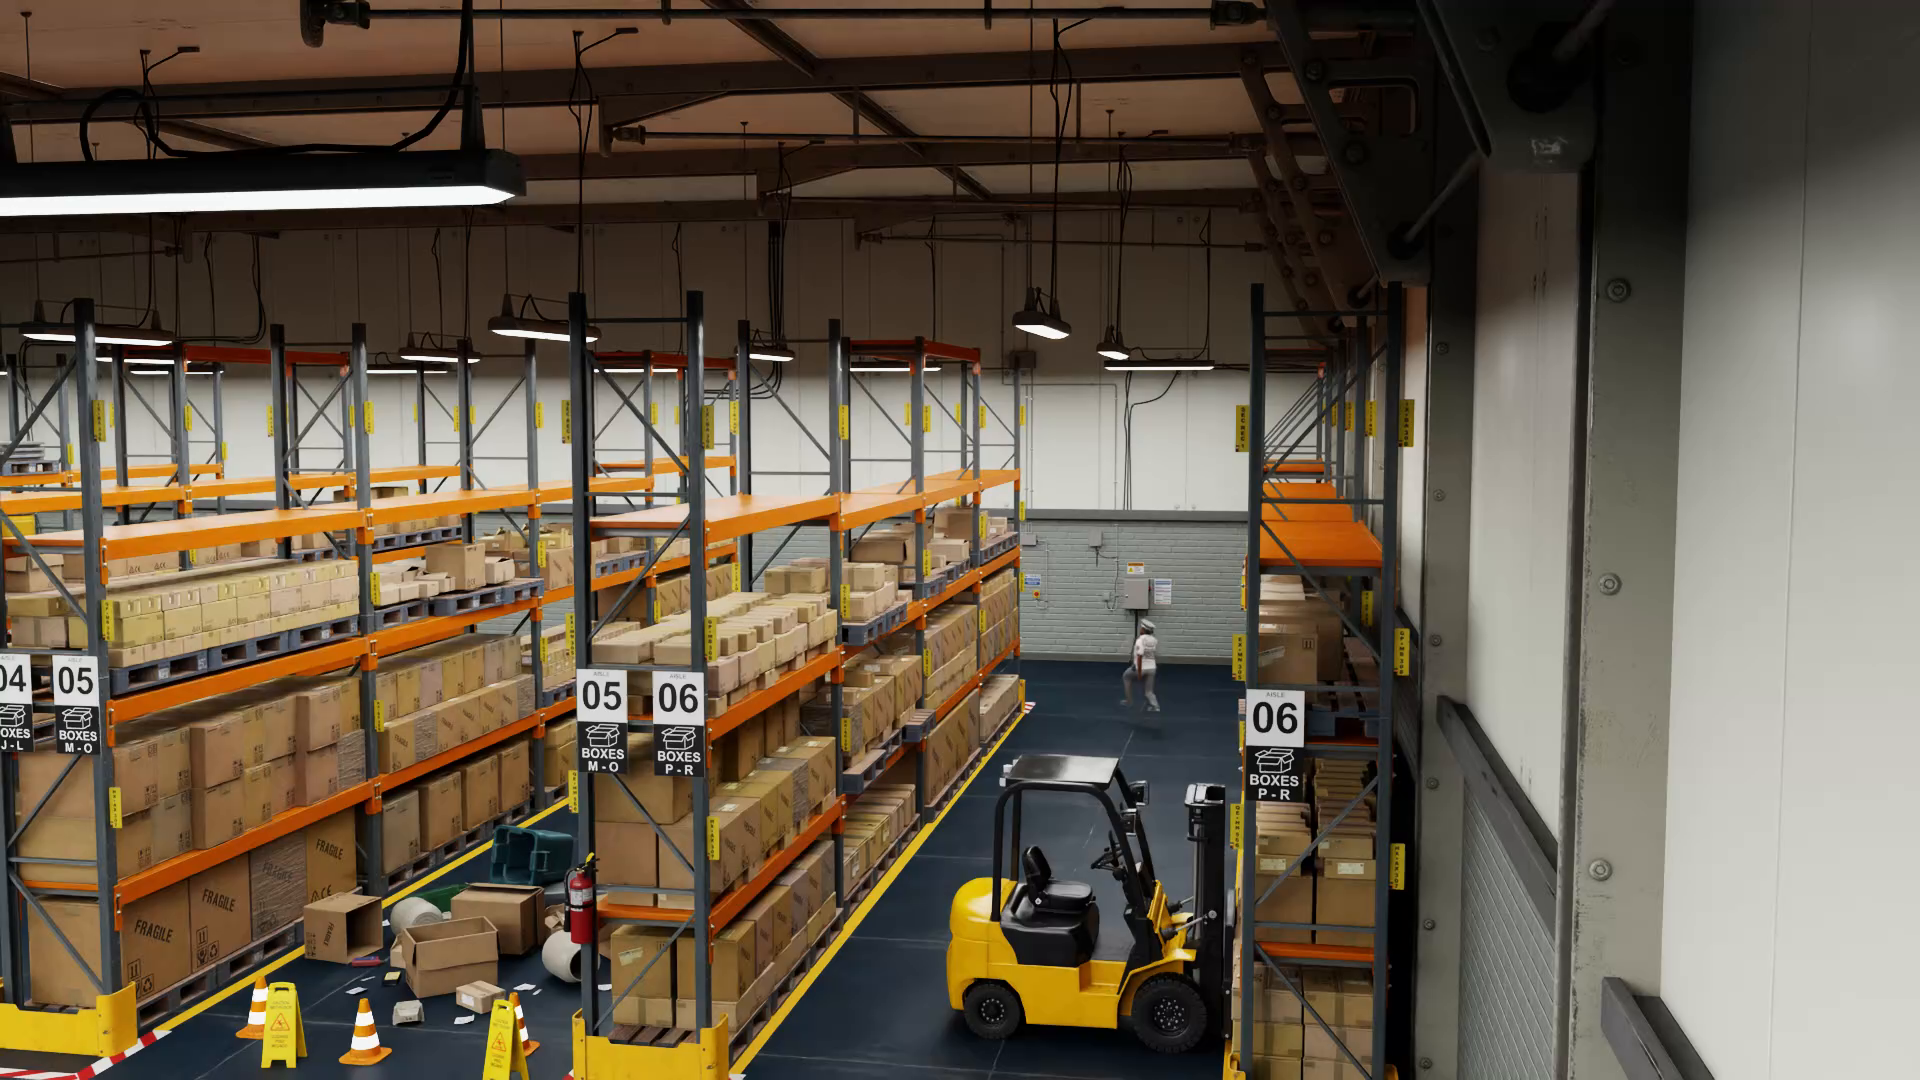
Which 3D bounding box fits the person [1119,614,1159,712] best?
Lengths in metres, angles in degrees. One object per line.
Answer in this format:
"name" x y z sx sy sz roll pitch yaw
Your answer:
"person" 2.927 1.963 26.904 0.441 1.532 1.036 -2 5 -20
